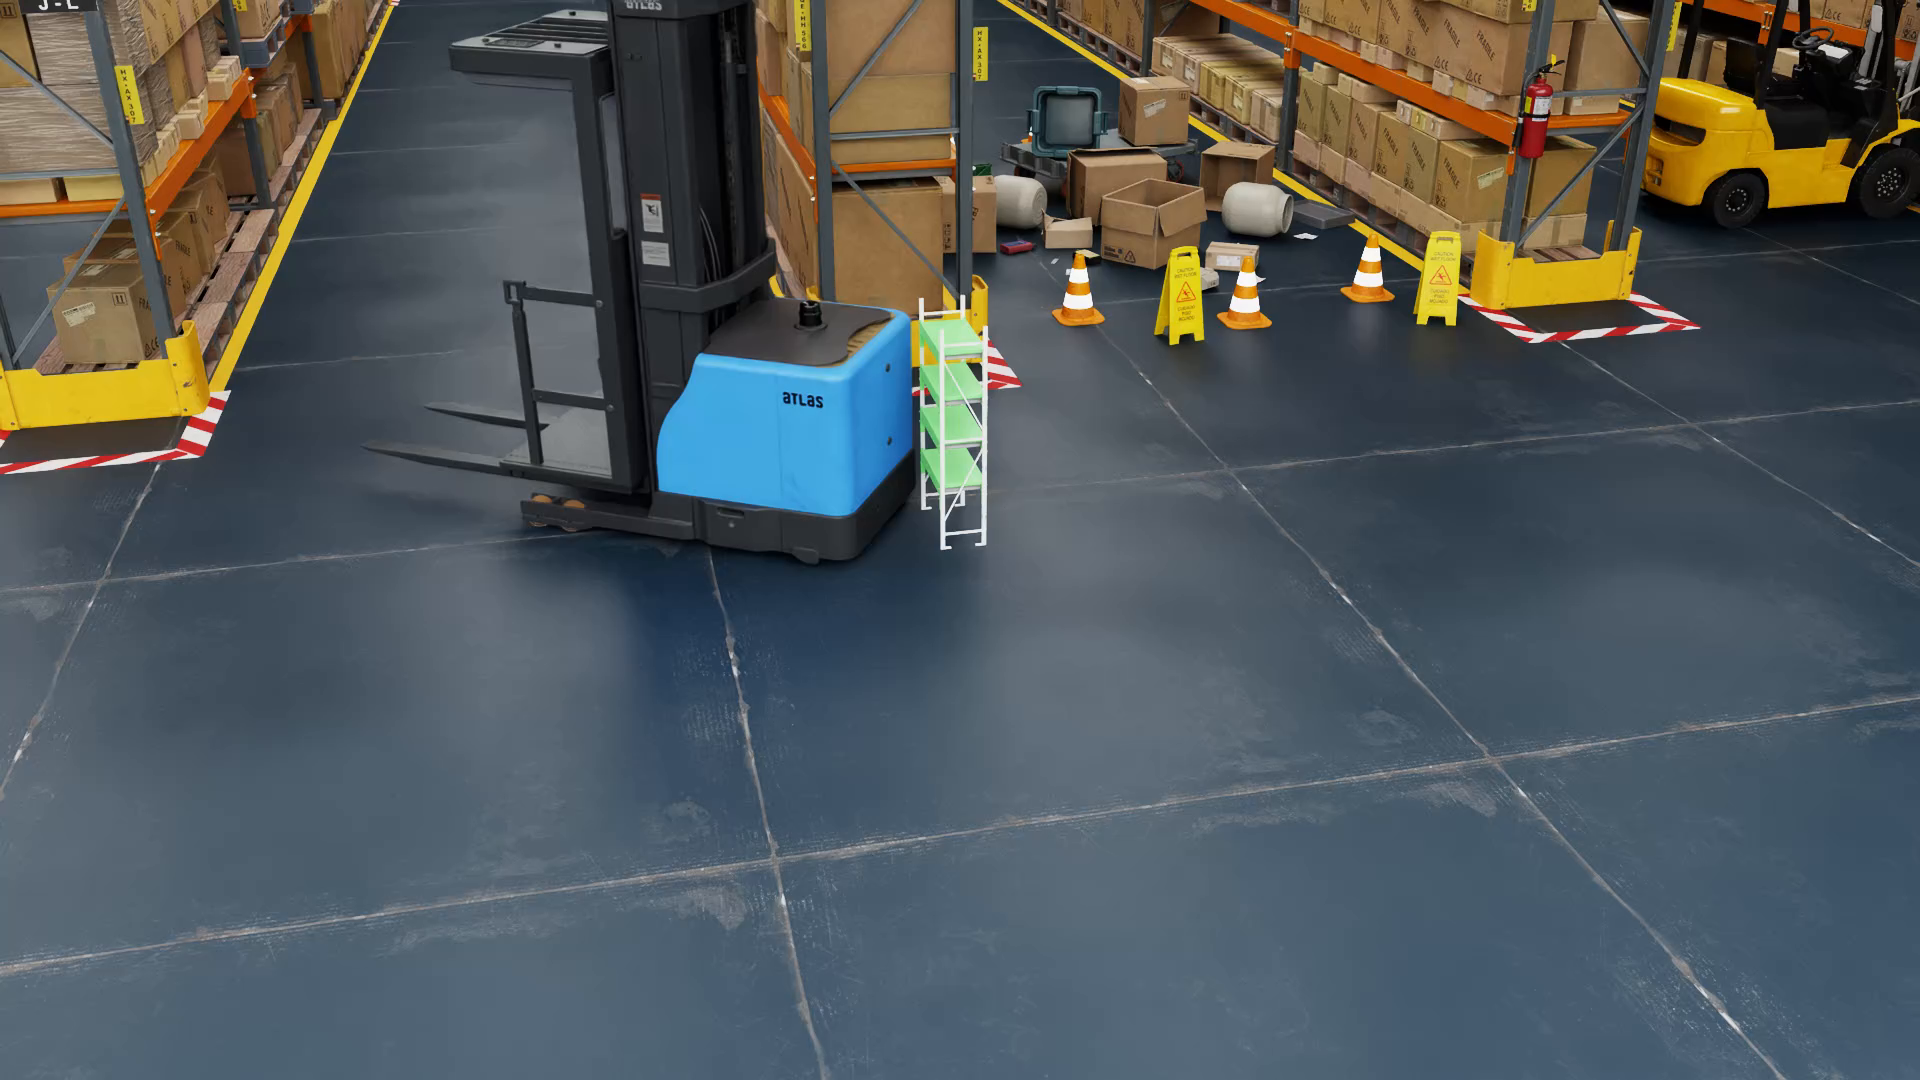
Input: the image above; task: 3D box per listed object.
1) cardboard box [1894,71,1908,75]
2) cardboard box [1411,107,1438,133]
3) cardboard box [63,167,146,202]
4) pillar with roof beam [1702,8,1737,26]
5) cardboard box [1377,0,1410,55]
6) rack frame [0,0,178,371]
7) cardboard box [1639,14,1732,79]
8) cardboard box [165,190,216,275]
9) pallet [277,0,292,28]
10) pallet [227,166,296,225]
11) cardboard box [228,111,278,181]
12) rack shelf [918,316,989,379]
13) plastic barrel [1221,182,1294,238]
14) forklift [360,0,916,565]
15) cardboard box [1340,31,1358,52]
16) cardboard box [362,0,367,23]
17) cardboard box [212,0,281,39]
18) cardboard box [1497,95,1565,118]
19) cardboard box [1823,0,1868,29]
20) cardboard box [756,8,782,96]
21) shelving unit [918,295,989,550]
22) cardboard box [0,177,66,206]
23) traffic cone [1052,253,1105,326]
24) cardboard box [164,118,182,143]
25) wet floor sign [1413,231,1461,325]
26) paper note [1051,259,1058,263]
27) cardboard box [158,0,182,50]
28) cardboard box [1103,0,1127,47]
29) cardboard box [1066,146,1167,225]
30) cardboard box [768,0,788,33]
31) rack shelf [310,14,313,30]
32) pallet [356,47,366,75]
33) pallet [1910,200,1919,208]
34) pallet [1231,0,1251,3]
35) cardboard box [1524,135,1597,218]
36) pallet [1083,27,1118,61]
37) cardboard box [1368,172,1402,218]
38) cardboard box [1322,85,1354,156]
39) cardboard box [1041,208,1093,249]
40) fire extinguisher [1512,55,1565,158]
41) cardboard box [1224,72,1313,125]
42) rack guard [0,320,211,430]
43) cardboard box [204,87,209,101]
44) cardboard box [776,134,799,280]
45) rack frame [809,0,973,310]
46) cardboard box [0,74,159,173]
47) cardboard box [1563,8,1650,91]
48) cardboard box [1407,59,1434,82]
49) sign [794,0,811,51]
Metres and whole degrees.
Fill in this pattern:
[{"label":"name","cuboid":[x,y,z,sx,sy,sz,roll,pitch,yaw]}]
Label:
[{"label":"cardboard box","cuboid":[8.348,-4.085,14.991,0.500,0.250,0.500,-5,27,-10]},{"label":"cardboard box","cuboid":[3.746,-3.279,12.951,0.380,0.149,0.250,-5,27,-11]},{"label":"cardboard box","cuboid":[-5.105,-2.135,9.930,0.380,0.149,0.250,-6,27,-12]},{"label":"pillar with roof beam","cuboid":[4.392,-8.882,16.361,9.100,9.000,0.400,-6,27,-12]},{"label":"cardboard box","cuboid":[3.678,-4.157,13.215,0.500,0.500,0.500,-6,27,-11]},{"label":"rack frame","cuboid":[-5.273,-2.098,9.578,1.000,3.000,0.127,-6,27,-12]},{"label":"cardboard box","cuboid":[7.848,-5.393,18.274,0.875,0.625,0.625,-7,28,-14]},{"label":"cardboard box","cuboid":[-5.770,-2.231,12.149,0.500,0.500,0.500,-8,28,-16]},{"label":"pallet","cuboid":[-6.590,-4.660,14.866,1.003,0.211,1.213,-6,27,-12]},{"label":"pallet","cuboid":[-6.351,-2.951,14.362,1.003,0.211,1.213,-6,27,-12]},{"label":"cardboard box","cuboid":[-6.381,-3.418,14.478,0.700,0.500,0.500,-6,27,-12]},{"label":"rack shelf","cuboid":[-0.037,-0.980,8.436,0.258,0.148,0.480,-6,27,-12]},{"label":"plastic barrel","cuboid":[2.442,-2.707,13.644,0.512,0.421,0.421,13,30,24]},{"label":"forklift","cuboid":[-1.818,-1.566,8.599,3.031,2.935,1.130,8,28,16]},{"label":"cardboard box","cuboid":[3.458,-4.246,14.112,0.380,0.149,0.250,-5,27,-10]},{"label":"cardboard box","cuboid":[-8.048,-6.903,20.989,0.875,0.875,0.875,-6,27,-12]},{"label":"cardboard box","cuboid":[-6.217,-4.672,13.546,1.000,1.000,1.000,-6,27,-11]},{"label":"cardboard box","cuboid":[4.089,-3.135,11.910,0.380,0.149,0.250,-5,27,-10]},{"label":"cardboard box","cuboid":[8.295,-4.962,15.142,0.500,0.500,0.500,-5,27,-11]},{"label":"cardboard box","cuboid":[-1.071,-3.731,12.647,0.875,0.550,0.550,-6,27,-12]},{"label":"shelving unit","cuboid":[-0.037,-0.608,8.624,0.258,1.200,0.503,-6,27,-12]},{"label":"cardboard box","cuboid":[-5.538,-2.090,9.841,0.380,0.149,0.250,-6,27,-12]},{"label":"traffic cone","cuboid":[0.846,-1.802,11.807,0.336,0.463,0.334,-6,27,-12]},{"label":"cardboard box","cuboid":[-5.393,-2.683,11.016,0.380,0.149,0.250,-6,27,-12]},{"label":"wet floor sign","cuboid":[3.382,-1.861,11.721,0.267,0.644,0.232,3,27,6]},{"label":"paper note","cuboid":[0.746,-2.195,13.088,0.032,0.001,0.123,8,28,15]},{"label":"cardboard box","cuboid":[-5.351,-3.430,10.667,0.500,0.500,0.500,-6,27,-12]},{"label":"cardboard box","cuboid":[2.308,-6.559,20.308,0.875,0.875,0.875,-6,27,-11]},{"label":"cardboard box","cuboid":[1.301,-2.974,13.933,0.797,0.637,0.503,-6,27,-12]},{"label":"cardboard box","cuboid":[-0.918,-3.984,11.950,0.875,0.550,0.500,-6,27,-12]},{"label":"rack shelf","cuboid":[-7.527,-6.167,18.437,1.077,0.370,4.000,-6,27,-12]},{"label":"pallet","cuboid":[-7.730,-5.790,19.987,1.003,0.211,1.213,-6,27,-12]},{"label":"pallet","cuboid":[8.733,-3.231,14.917,1.003,0.211,1.213,-6,27,-12]},{"label":"pallet","cuboid":[3.065,-5.666,16.859,1.003,0.211,1.213,-6,27,-12]},{"label":"cardboard box","cuboid":[4.464,-2.792,12.705,0.500,0.500,0.500,-7,28,-13]},{"label":"pallet","cuboid":[2.204,-6.260,20.918,1.003,0.211,1.213,-6,27,-12]},{"label":"cardboard box","cuboid":[3.705,-2.849,13.651,0.500,0.250,0.500,-7,28,-13]},{"label":"cardboard box","cuboid":[3.483,-3.635,14.376,0.500,0.500,0.500,-5,27,-10]},{"label":"cardboard box","cuboid":[0.863,-2.525,13.458,0.396,0.266,0.258,-1,27,-3]},{"label":"fire extinguisher","cuboid":[3.959,-2.973,11.397,0.296,0.674,0.183,-6,27,-12]},{"label":"cardboard box","cuboid":[3.195,-4.420,16.628,0.950,0.372,0.625,-4,27,-8]},{"label":"rack guard","cuboid":[-5.290,-1.015,10.207,1.175,0.500,0.348,-6,27,-12]},{"label":"cardboard box","cuboid":[-5.702,-3.229,12.098,0.380,0.149,0.250,-6,27,-12]},{"label":"cardboard box","cuboid":[-0.835,-2.473,12.213,0.875,0.875,0.875,-6,27,-12]},{"label":"rack frame","cuboid":[-0.418,-2.557,10.488,1.000,3.000,0.127,-6,27,-12]},{"label":"cardboard box","cuboid":[-5.370,-2.520,9.972,0.875,0.500,0.500,-6,27,-12]},{"label":"cardboard box","cuboid":[4.546,-3.518,11.950,0.500,0.500,0.500,-6,27,-12]},{"label":"cardboard box","cuboid":[3.733,-3.689,13.009,0.380,0.149,0.250,-6,27,-12]},{"label":"sign","cuboid":[-0.950,-3.131,10.076,0.100,0.325,0.005,-6,27,-12]}]
